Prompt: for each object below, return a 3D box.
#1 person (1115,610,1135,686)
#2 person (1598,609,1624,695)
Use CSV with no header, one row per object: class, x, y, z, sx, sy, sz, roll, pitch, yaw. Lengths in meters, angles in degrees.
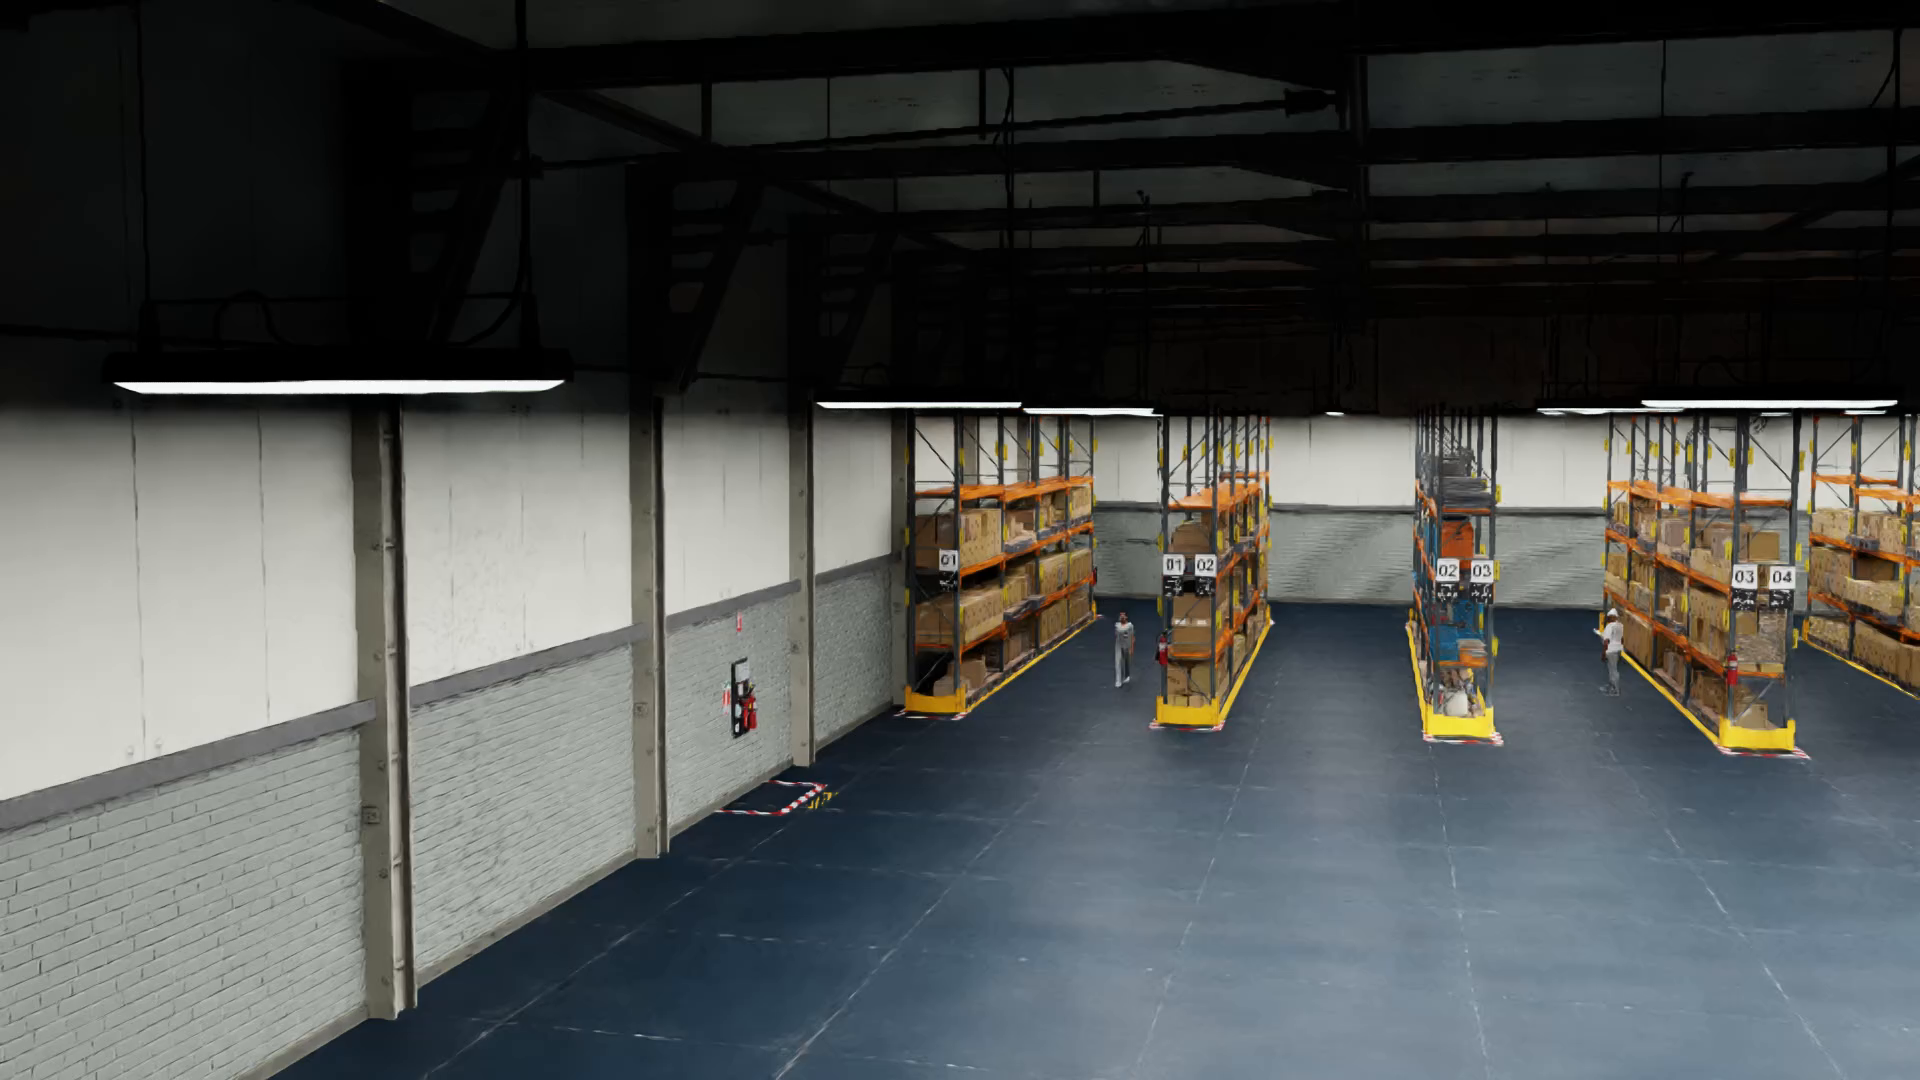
person,3.541,2.306,35.793,0.453,1.613,1.019,1,4,13
person,13.539,2.308,34.587,0.673,1.763,0.580,-4,6,-43
